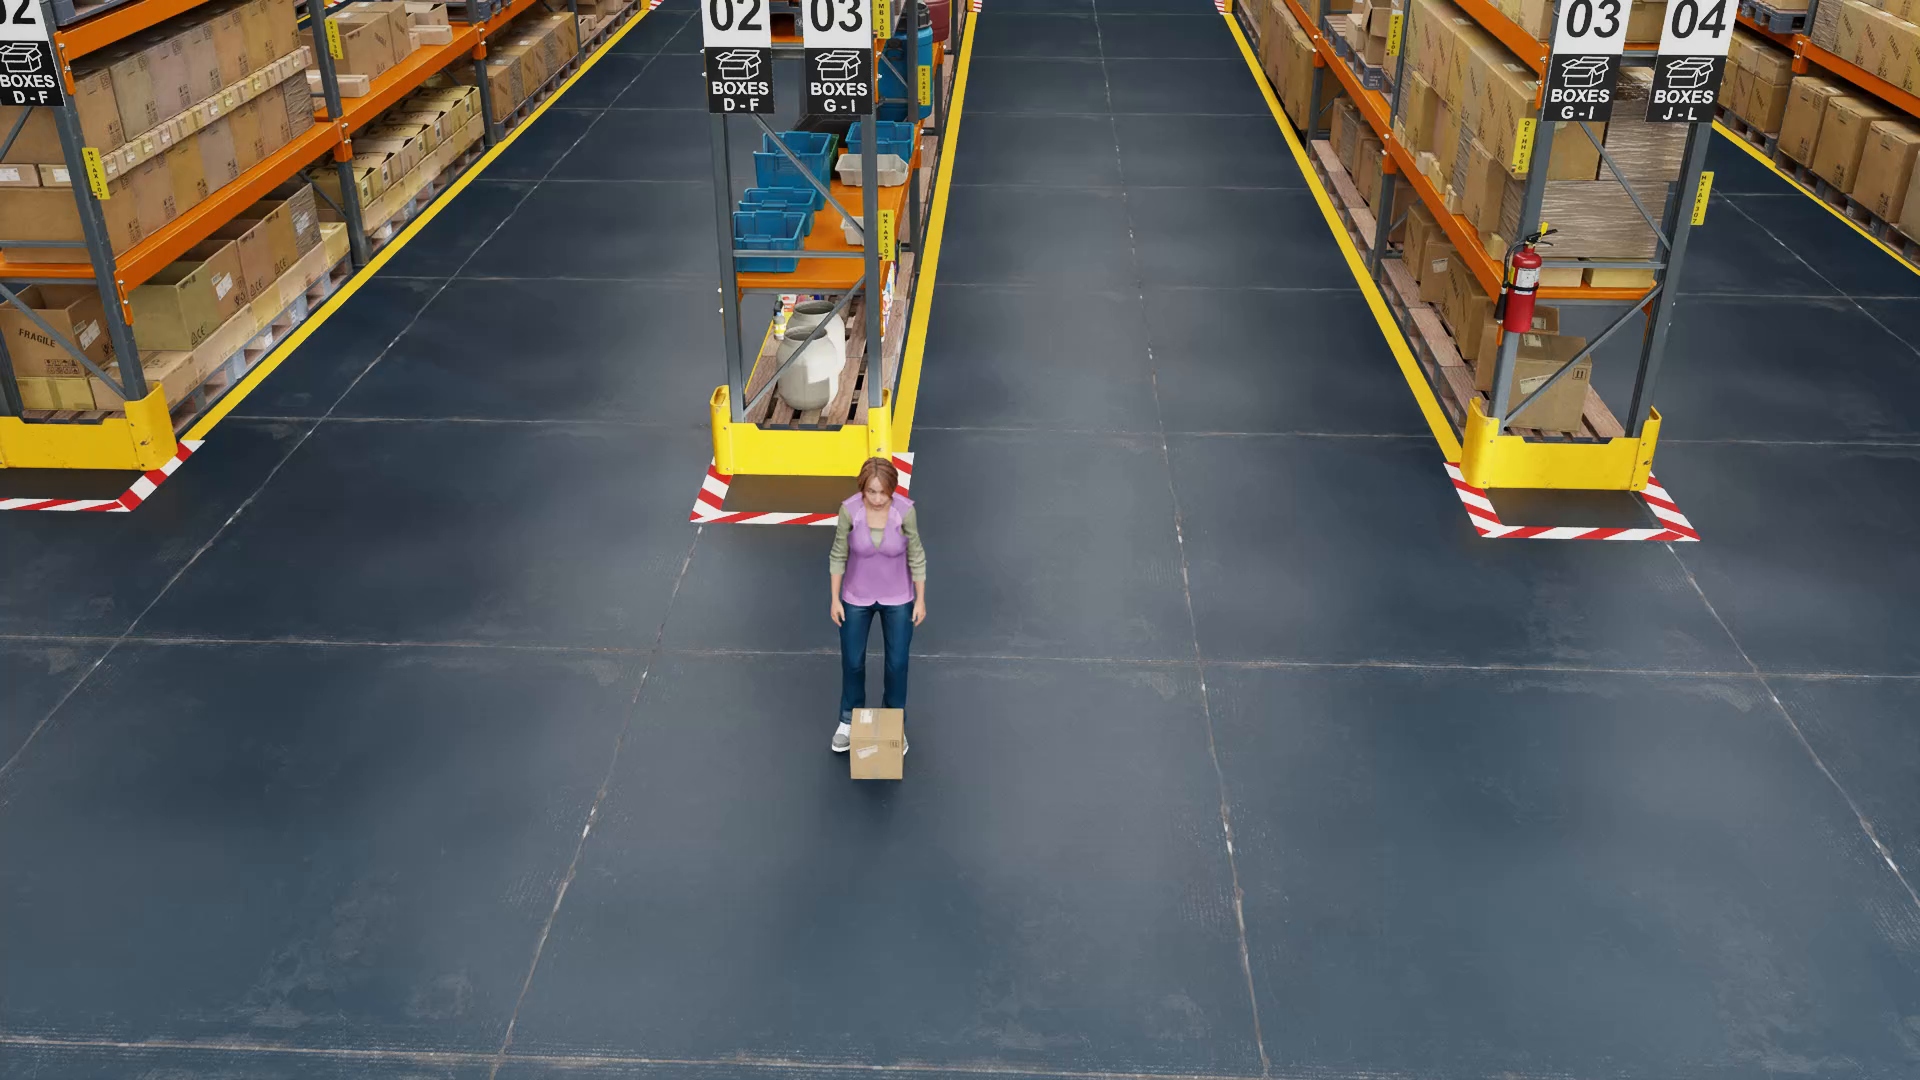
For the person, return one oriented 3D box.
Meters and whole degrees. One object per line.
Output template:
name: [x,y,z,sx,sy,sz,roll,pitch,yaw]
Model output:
person: [-0.403,0.307,8.065,0.484,1.594,0.370,0,28,-1]
